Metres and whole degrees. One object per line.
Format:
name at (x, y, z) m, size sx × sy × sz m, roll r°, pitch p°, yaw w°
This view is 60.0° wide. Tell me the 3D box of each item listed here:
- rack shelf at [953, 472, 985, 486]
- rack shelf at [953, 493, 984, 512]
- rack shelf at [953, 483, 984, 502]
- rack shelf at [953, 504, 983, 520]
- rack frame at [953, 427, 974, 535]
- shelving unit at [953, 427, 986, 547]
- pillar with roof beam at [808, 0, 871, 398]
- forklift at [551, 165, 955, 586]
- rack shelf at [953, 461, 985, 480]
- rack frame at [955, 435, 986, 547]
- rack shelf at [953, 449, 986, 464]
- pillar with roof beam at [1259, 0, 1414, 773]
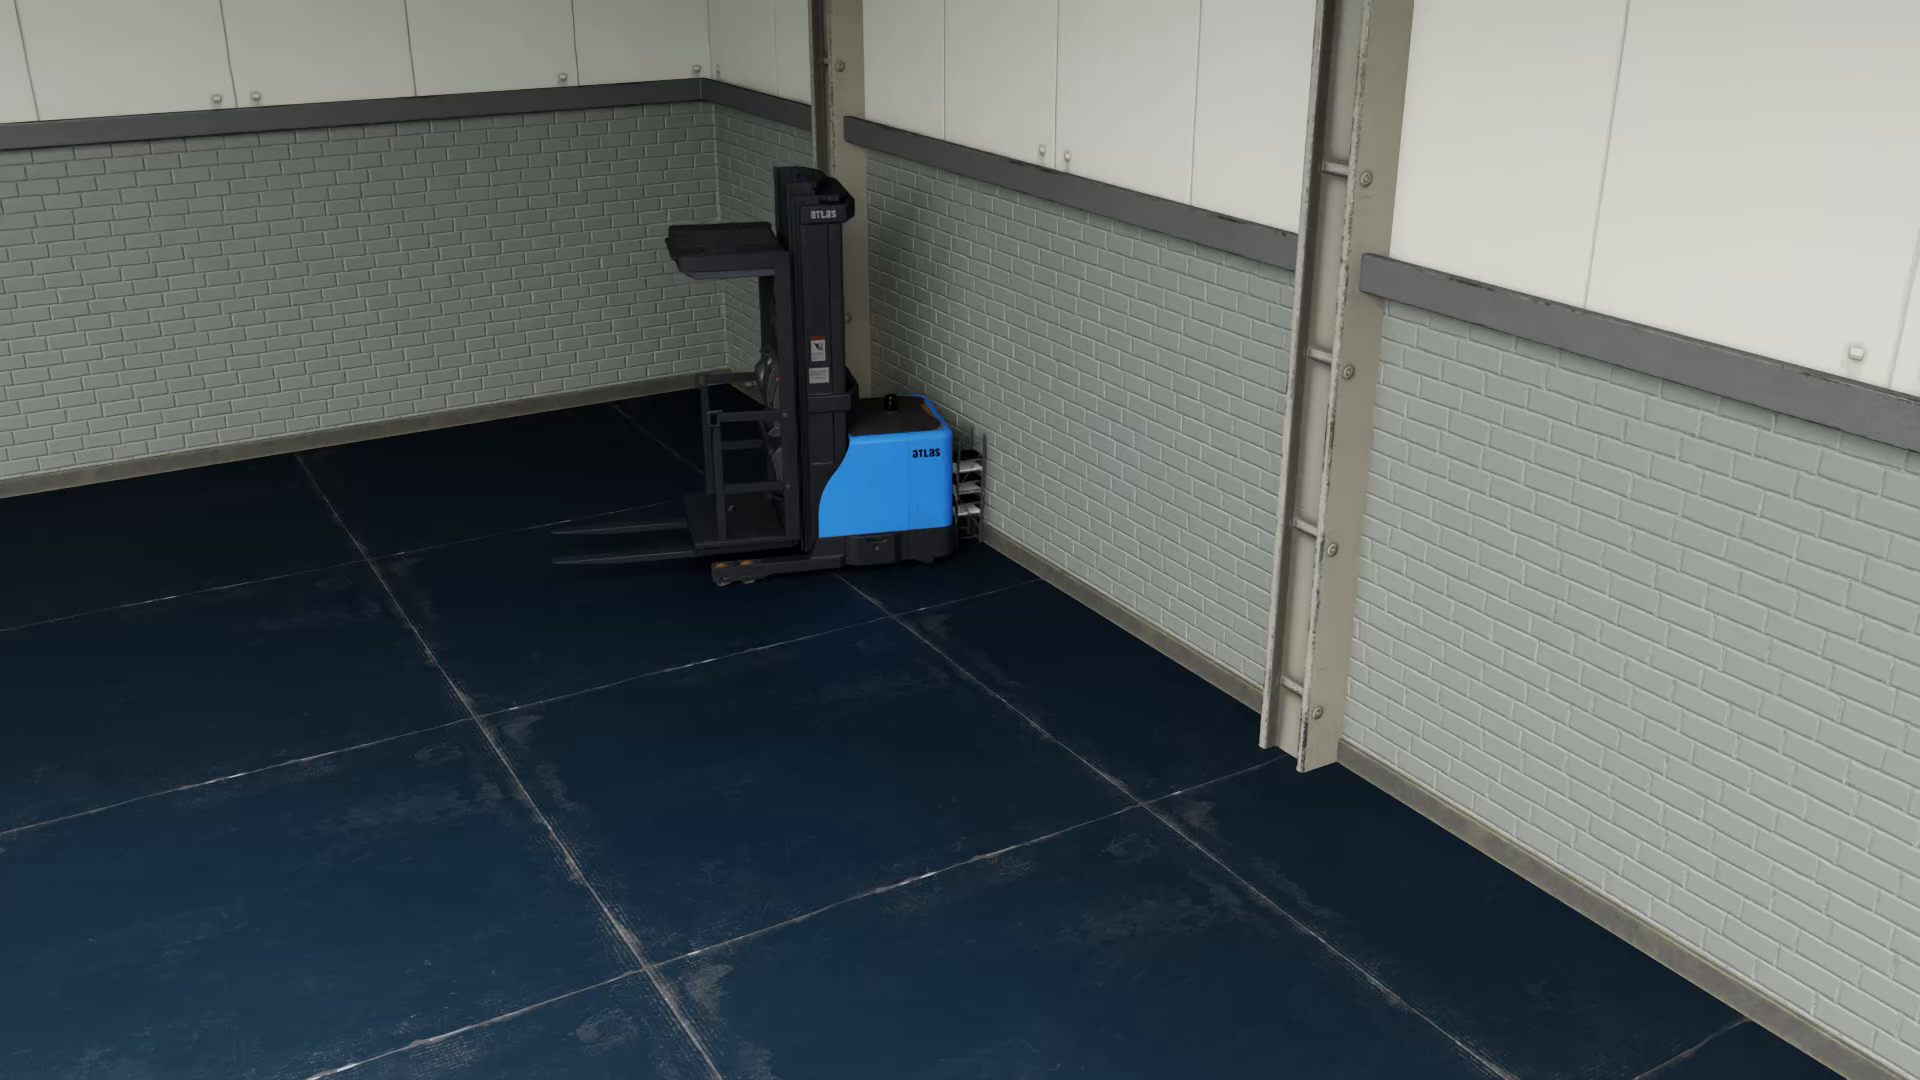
rack shelf at (0.033, -0.469, 13.074) m, size 0.258 × 0.077 × 0.200 m, roll -9°, pitch 24°, yaw -26°
rack shelf at (0.027, -0.301, 13.139) m, size 0.258 × 0.077 × 0.200 m, roll -9°, pitch 24°, yaw -26°
rack shelf at (0.030, -0.385, 13.106) m, size 0.258 × 0.077 × 0.200 m, roll -9°, pitch 24°, yaw -26°
rack shelf at (0.024, -0.217, 13.171) m, size 0.258 × 0.077 × 0.200 m, roll -9°, pitch 24°, yaw -26°
rack frame at (-0.015, -0.450, 13.178) m, size 0.240 × 0.900 × 0.006 m, roll -9°, pitch 24°, yaw -26°
shelving unit at (0.031, -0.416, 13.094) m, size 0.258 × 0.900 × 0.210 m, roll -9°, pitch 24°, yaw -26°
pillar with roof beam at (-4.705, -3.993, 11.151) m, size 9.100 × 9.000 × 0.400 m, roll -13°, pitch 25°, yaw -28°
forklift at (-1.615, -1.235, 12.424) m, size 3.031 × 2.935 × 1.130 m, roll -5°, pitch 23°, yaw -12°
rack shelf at (0.037, -0.553, 13.041) m, size 0.258 × 0.077 × 0.200 m, roll -9°, pitch 24°, yaw -26°
rack frame at (0.078, -0.382, 13.011) m, size 0.240 × 0.900 × 0.006 m, roll -9°, pitch 24°, yaw -26°
rack shelf at (0.040, -0.637, 13.009) m, size 0.258 × 0.077 × 0.200 m, roll -9°, pitch 24°, yaw -26°
pillar with roof beam at (-1.640, -2.050, 6.372) m, size 9.100 × 9.000 × 0.400 m, roll -13°, pitch 25°, yaw -28°
